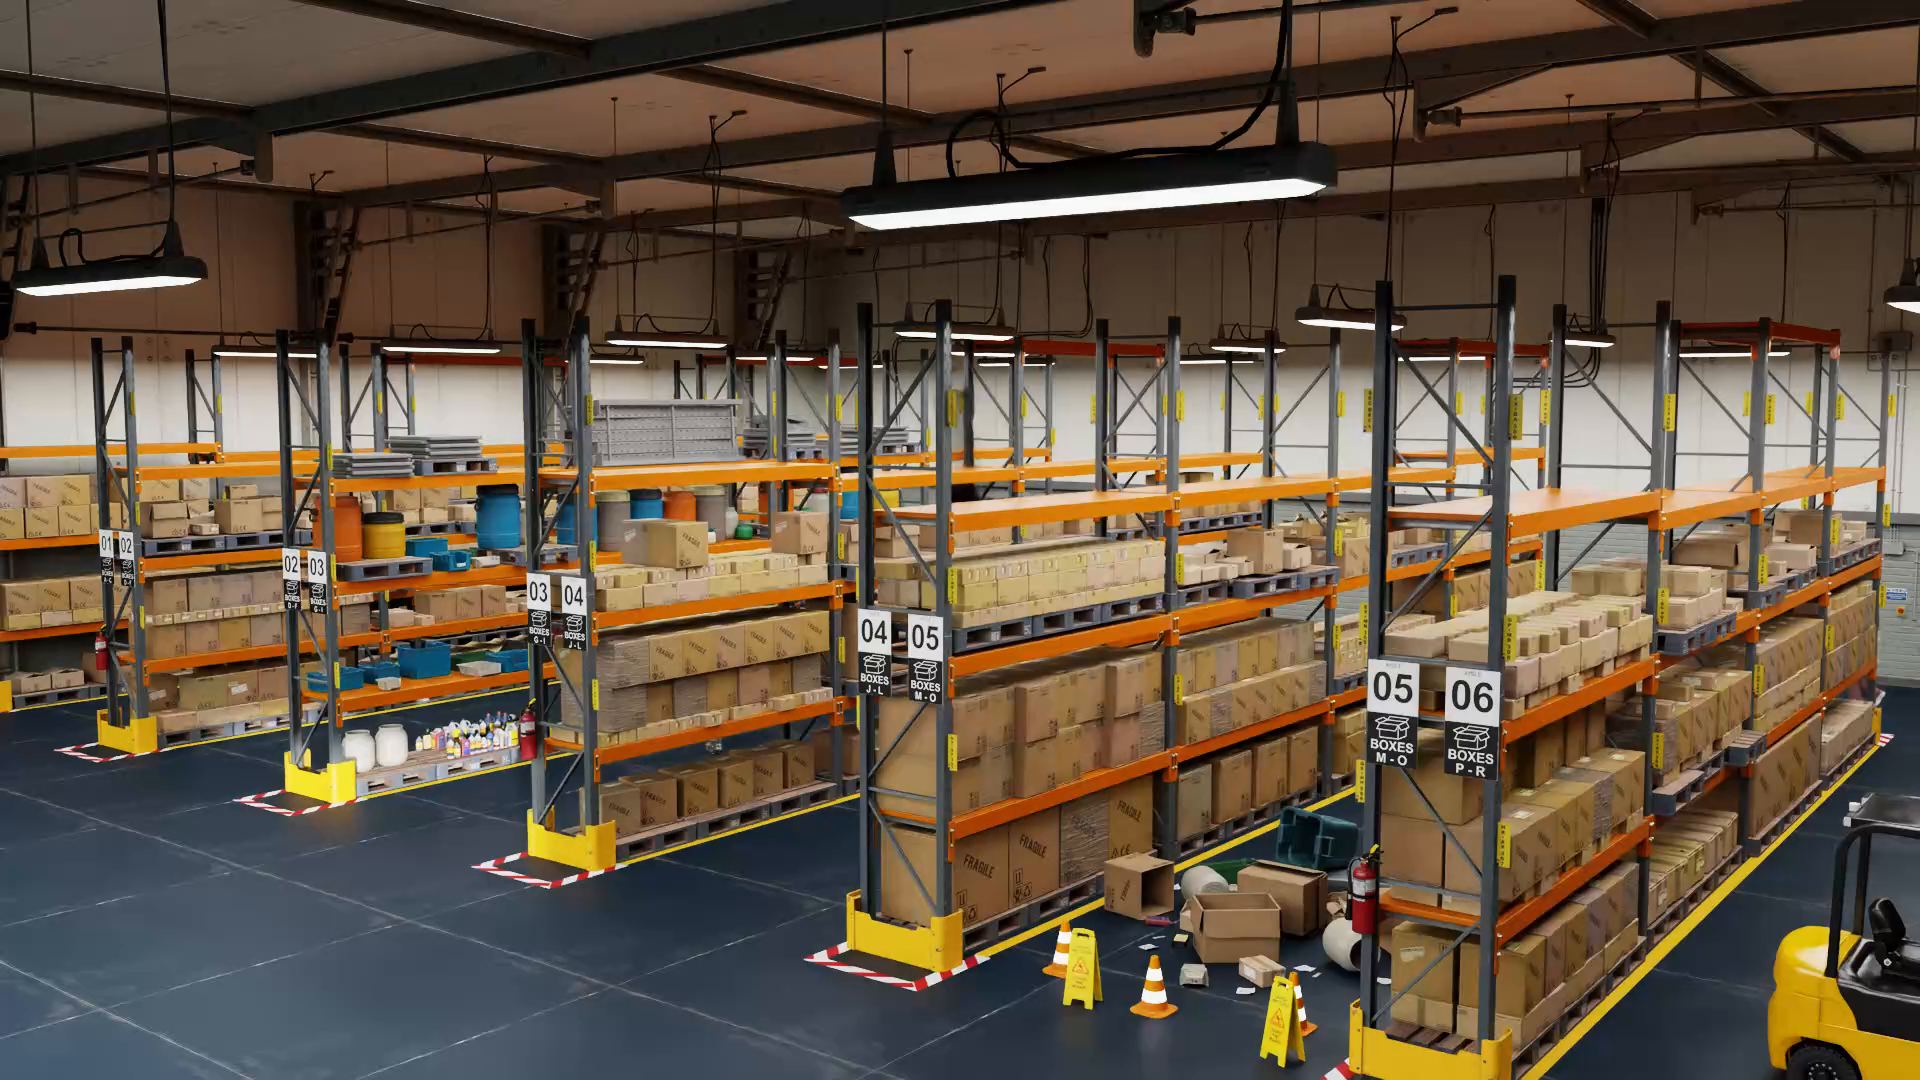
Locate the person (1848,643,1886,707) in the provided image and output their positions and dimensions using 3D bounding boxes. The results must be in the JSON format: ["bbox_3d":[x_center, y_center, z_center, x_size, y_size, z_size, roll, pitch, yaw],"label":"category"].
[{"bbox_3d":[14.698,2.007,26.949,0.619,1.626,0.574,2,5,17],"label":"person"}]

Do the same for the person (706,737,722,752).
[{"bbox_3d":[-3.669,2.365,23.862,0.568,1.424,0.863,1,5,15],"label":"person"}]
